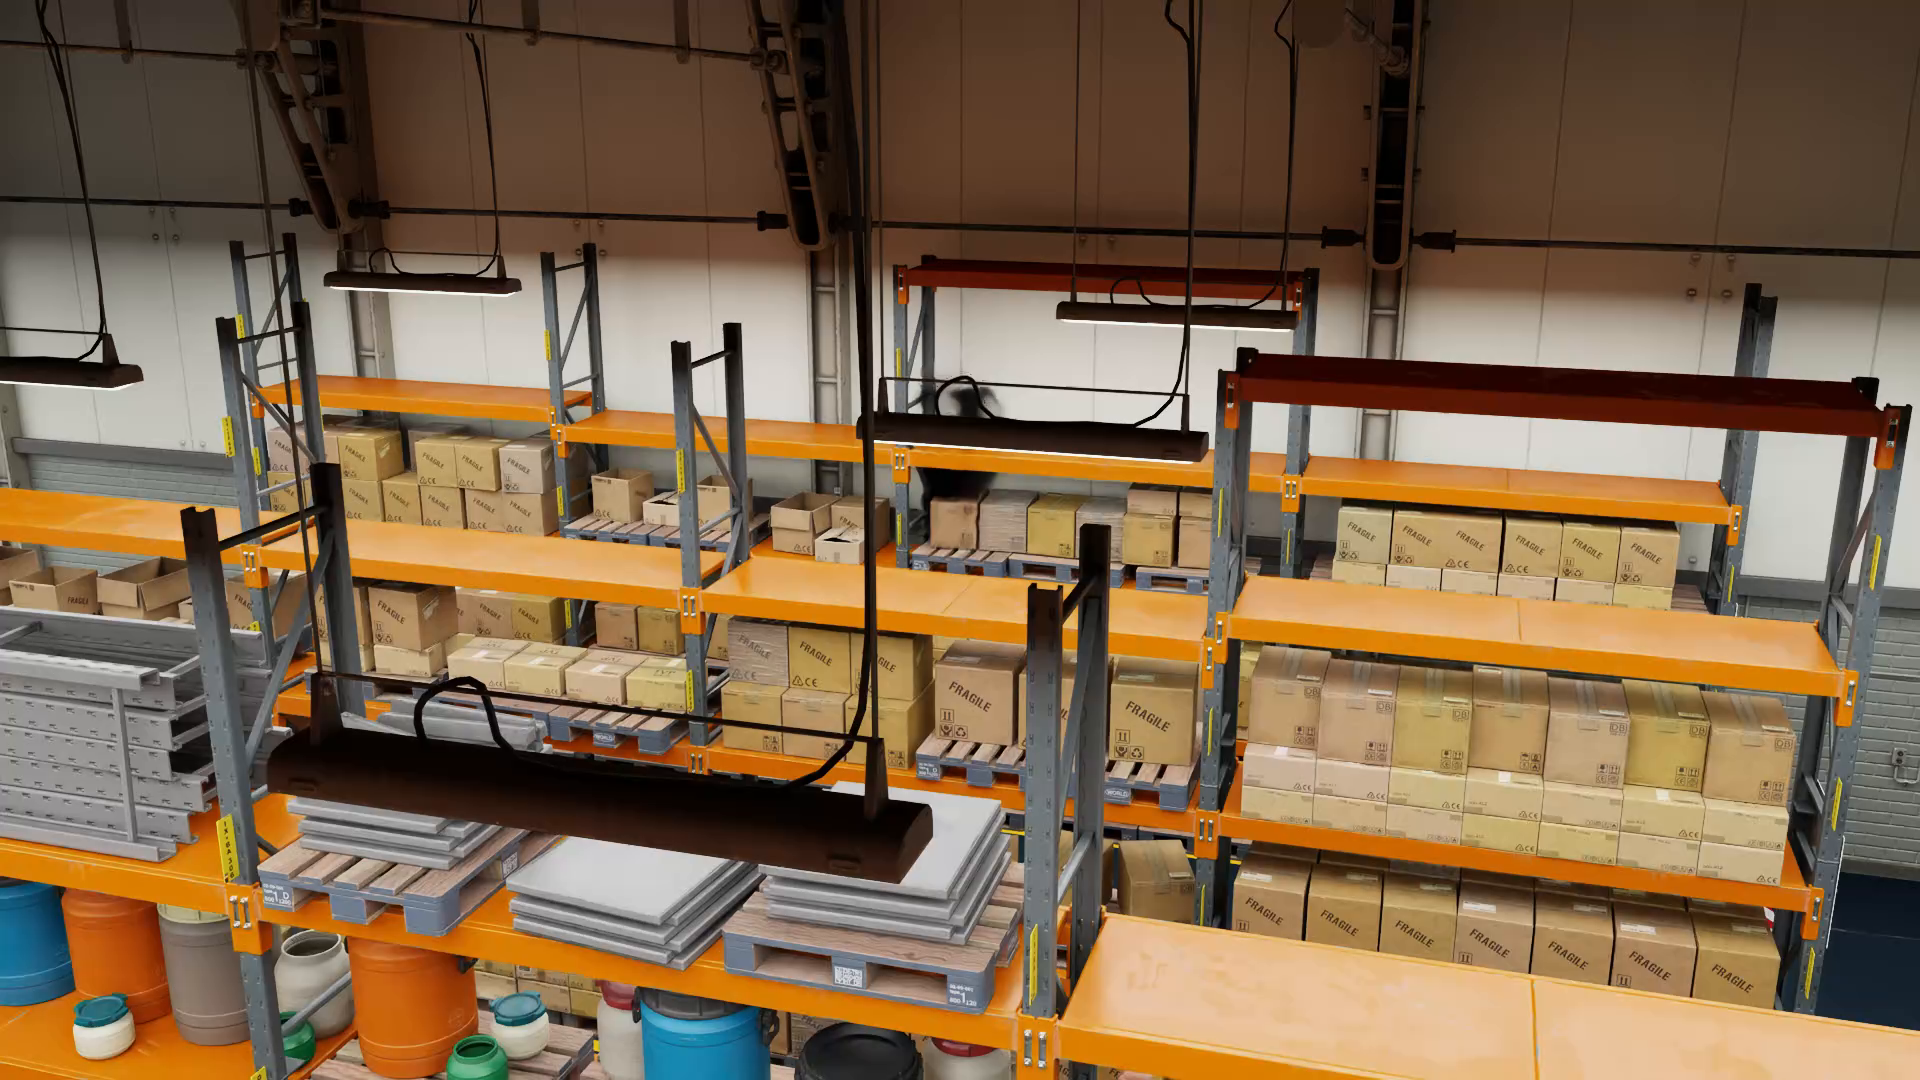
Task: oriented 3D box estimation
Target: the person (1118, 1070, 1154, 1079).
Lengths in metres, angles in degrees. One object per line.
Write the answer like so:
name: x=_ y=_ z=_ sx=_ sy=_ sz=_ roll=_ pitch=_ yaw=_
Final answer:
person: x=1.120 y=4.235 z=10.965 sx=0.734 sy=1.774 sz=0.639 roll=2 pitch=16 yaw=8
